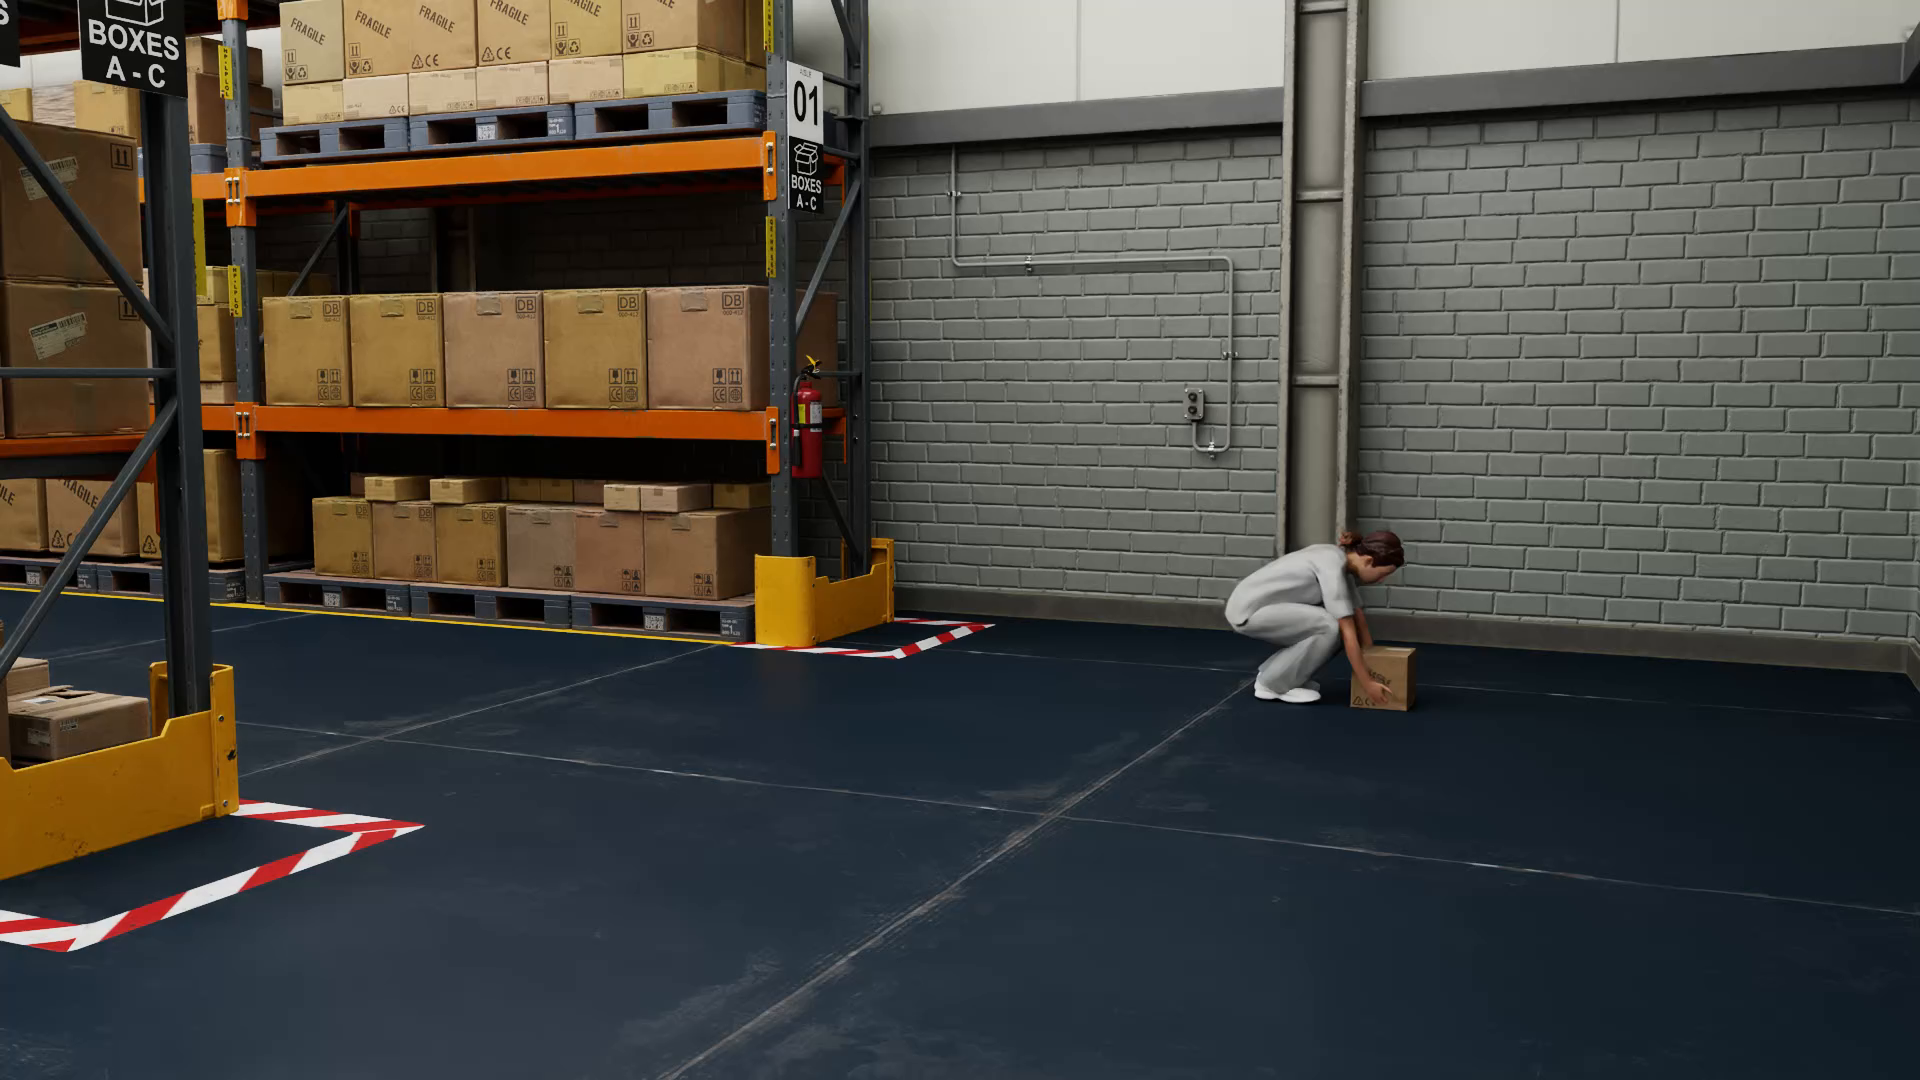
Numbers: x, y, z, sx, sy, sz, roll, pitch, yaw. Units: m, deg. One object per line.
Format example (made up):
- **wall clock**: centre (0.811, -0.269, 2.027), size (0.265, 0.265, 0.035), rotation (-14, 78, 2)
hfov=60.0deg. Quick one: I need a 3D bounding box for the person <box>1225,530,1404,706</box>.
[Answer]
- **person**: centre (1.640, 0.348, 7.720), size (0.804, 0.803, 0.468), rotation (2, 6, 24)
